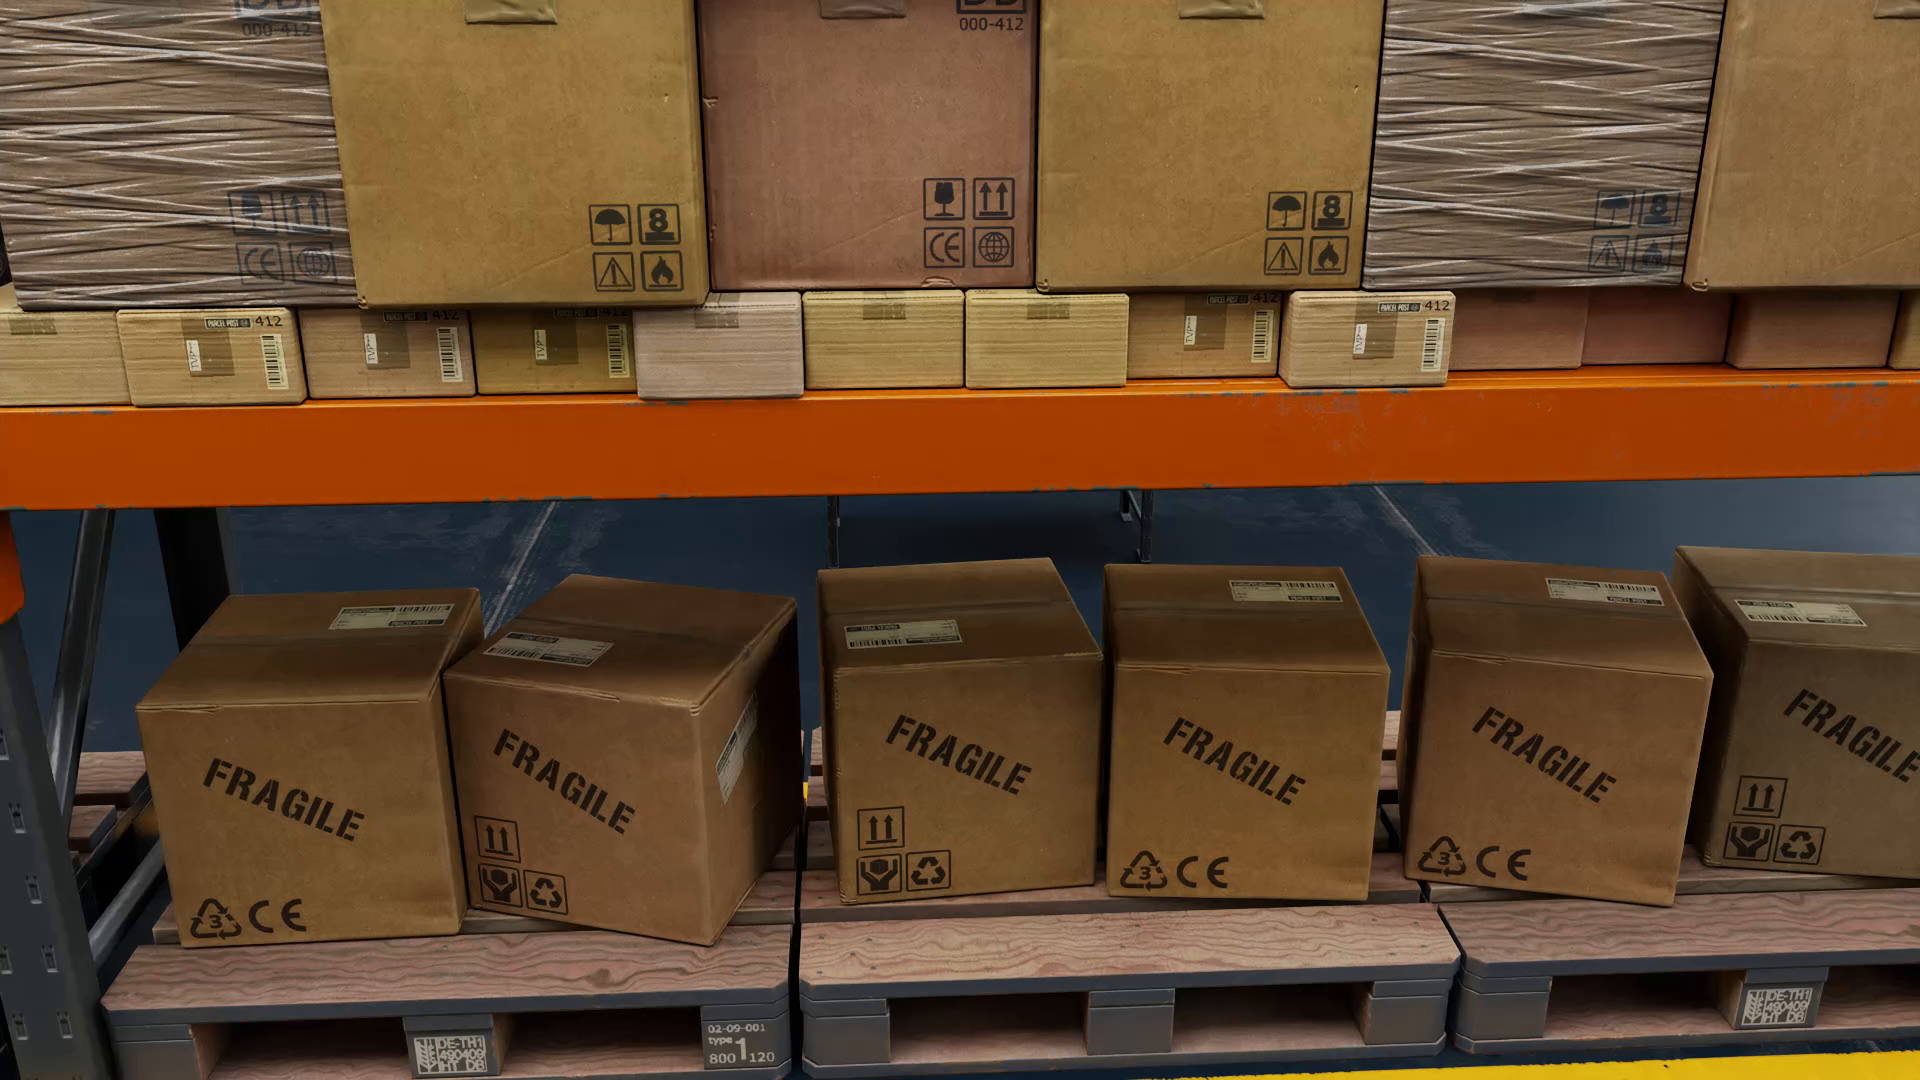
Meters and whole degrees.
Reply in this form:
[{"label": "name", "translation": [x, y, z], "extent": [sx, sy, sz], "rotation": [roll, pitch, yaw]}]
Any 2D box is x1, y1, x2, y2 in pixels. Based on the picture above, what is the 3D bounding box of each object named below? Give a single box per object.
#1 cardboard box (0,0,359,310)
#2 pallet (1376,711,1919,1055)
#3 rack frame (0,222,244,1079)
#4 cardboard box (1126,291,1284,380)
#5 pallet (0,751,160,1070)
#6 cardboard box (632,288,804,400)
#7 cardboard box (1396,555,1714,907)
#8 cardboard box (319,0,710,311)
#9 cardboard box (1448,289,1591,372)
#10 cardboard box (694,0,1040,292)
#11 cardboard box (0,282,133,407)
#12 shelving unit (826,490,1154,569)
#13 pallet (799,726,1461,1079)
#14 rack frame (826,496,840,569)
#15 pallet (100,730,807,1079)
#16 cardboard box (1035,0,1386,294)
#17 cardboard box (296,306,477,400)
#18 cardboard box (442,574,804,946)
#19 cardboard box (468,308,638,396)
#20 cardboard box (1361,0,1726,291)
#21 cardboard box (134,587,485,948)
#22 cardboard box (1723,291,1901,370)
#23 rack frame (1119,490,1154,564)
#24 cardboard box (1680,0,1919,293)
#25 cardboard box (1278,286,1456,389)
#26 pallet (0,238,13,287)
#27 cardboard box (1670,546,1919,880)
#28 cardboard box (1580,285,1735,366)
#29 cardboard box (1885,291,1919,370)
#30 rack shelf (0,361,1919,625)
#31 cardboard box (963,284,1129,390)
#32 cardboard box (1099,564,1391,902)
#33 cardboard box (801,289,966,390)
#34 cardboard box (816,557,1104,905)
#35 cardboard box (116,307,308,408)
[{"label": "cardboard box", "translation": [-1.152, -0.727, 2.757], "extent": [0.500, 0.500, 0.875], "rotation": [-1, 21, -3]}, {"label": "pallet", "translation": [1.499, 0.673, 3.557], "extent": [1.213, 0.211, 1.003], "rotation": [-1, 21, -3]}, {"label": "rack frame", "translation": [-1.605, -0.554, 2.862], "extent": [0.127, 3.000, 1.000], "rotation": [-1, 21, -3]}, {"label": "cardboard box", "translation": [0.370, -0.391, 2.785], "extent": [0.250, 0.149, 0.380], "rotation": [-1, 21, -3]}, {"label": "pallet", "translation": [-2.382, 0.765, 3.315], "extent": [1.213, 0.211, 1.003], "rotation": [-1, 21, -3]}, {"label": "cardboard box", "translation": [-0.374, -0.349, 2.675], "extent": [0.250, 0.149, 0.380], "rotation": [-1, 21, -3]}, {"label": "cardboard box", "translation": [1.169, 0.367, 3.364], "extent": [0.500, 0.500, 0.500], "rotation": [4, 21, 11]}, {"label": "cardboard box", "translation": [-0.651, -0.725, 2.751], "extent": [0.500, 0.500, 0.875], "rotation": [-1, 21, -3]}, {"label": "cardboard box", "translation": [0.869, -0.408, 2.830], "extent": [0.250, 0.149, 0.380], "rotation": [-1, 21, -3]}, {"label": "cardboard box", "translation": [-0.158, -0.771, 2.872], "extent": [0.500, 0.500, 0.875], "rotation": [-1, 21, -3]}, {"label": "cardboard box", "translation": [-1.373, -0.335, 2.637], "extent": [0.250, 0.149, 0.380], "rotation": [-1, 21, -3]}, {"label": "shelving unit", "translation": [0.085, -0.703, 5.359], "extent": [1.048, 1.500, 0.538], "rotation": [-1, 21, -3]}, {"label": "pallet", "translation": [0.284, 0.697, 3.495], "extent": [1.213, 0.211, 1.003], "rotation": [-1, 21, -3]}, {"label": "rack frame", "translation": [-0.422, -0.692, 5.332], "extent": [0.032, 1.500, 0.500], "rotation": [-1, 21, -3]}, {"label": "pallet", "translation": [-0.937, 0.723, 3.427], "extent": [1.213, 0.211, 1.003], "rotation": [-1, 21, -3]}, {"label": "cardboard box", "translation": [0.344, -0.766, 2.860], "extent": [0.500, 0.500, 0.875], "rotation": [-1, 21, -3]}, {"label": "cardboard box", "translation": [-0.875, -0.350, 2.678], "extent": [0.250, 0.149, 0.380], "rotation": [-1, 21, -3]}, {"label": "cardboard box", "translation": [-0.632, 0.409, 3.253], "extent": [0.500, 0.500, 0.500], "rotation": [5, 22, 14]}, {"label": "cardboard box", "translation": [-0.626, -0.358, 2.700], "extent": [0.250, 0.149, 0.380], "rotation": [-1, 21, -3]}, {"label": "cardboard box", "translation": [0.844, -0.772, 2.876], "extent": [0.500, 0.500, 0.875], "rotation": [-1, 21, -3]}, {"label": "cardboard box", "translation": [-1.204, 0.424, 3.216], "extent": [0.500, 0.500, 0.500], "rotation": [-2, 21, -5]}, {"label": "cardboard box", "translation": [1.369, -0.411, 2.839], "extent": [0.250, 0.149, 0.380], "rotation": [-1, 21, -3]}, {"label": "rack frame", "translation": [0.593, -0.713, 5.386], "extent": [0.032, 1.500, 0.500], "rotation": [-1, 21, -3]}, {"label": "cardboard box", "translation": [1.345, -0.767, 2.862], "extent": [0.500, 0.500, 0.875], "rotation": [-1, 21, -3]}, {"label": "cardboard box", "translation": [0.624, -0.371, 2.734], "extent": [0.250, 0.149, 0.380], "rotation": [-1, 21, -3]}, {"label": "pallet", "translation": [-2.376, -0.501, 2.991], "extent": [1.213, 0.211, 1.003], "rotation": [-1, 21, -3]}, {"label": "cardboard box", "translation": [1.764, 0.343, 3.427], "extent": [0.500, 0.500, 0.500], "rotation": [3, 21, 7]}, {"label": "cardboard box", "translation": [1.117, -0.421, 2.864], "extent": [0.250, 0.149, 0.380], "rotation": [-1, 21, -3]}, {"label": "cardboard box", "translation": [1.619, -0.411, 2.838], "extent": [0.250, 0.149, 0.380], "rotation": [-1, 21, -3]}, {"label": "rack shelf", "translation": [0.392, -0.259, 3.096], "extent": [4.000, 0.370, 1.077], "rotation": [-1, 21, -3]}, {"label": "cardboard box", "translation": [0.123, -0.370, 2.730], "extent": [0.250, 0.149, 0.380], "rotation": [-1, 21, -3]}, {"label": "cardboard box", "translation": [0.543, 0.373, 3.348], "extent": [0.500, 0.500, 0.500], "rotation": [1, 21, 2]}, {"label": "cardboard box", "translation": [-0.127, -0.369, 2.727], "extent": [0.250, 0.149, 0.380], "rotation": [-1, 21, -3]}, {"label": "cardboard box", "translation": [-0.017, 0.369, 3.360], "extent": [0.500, 0.500, 0.500], "rotation": [-3, 21, -8]}, {"label": "cardboard box", "translation": [-1.123, -0.335, 2.638], "extent": [0.250, 0.149, 0.380], "rotation": [-1, 21, -3]}]
